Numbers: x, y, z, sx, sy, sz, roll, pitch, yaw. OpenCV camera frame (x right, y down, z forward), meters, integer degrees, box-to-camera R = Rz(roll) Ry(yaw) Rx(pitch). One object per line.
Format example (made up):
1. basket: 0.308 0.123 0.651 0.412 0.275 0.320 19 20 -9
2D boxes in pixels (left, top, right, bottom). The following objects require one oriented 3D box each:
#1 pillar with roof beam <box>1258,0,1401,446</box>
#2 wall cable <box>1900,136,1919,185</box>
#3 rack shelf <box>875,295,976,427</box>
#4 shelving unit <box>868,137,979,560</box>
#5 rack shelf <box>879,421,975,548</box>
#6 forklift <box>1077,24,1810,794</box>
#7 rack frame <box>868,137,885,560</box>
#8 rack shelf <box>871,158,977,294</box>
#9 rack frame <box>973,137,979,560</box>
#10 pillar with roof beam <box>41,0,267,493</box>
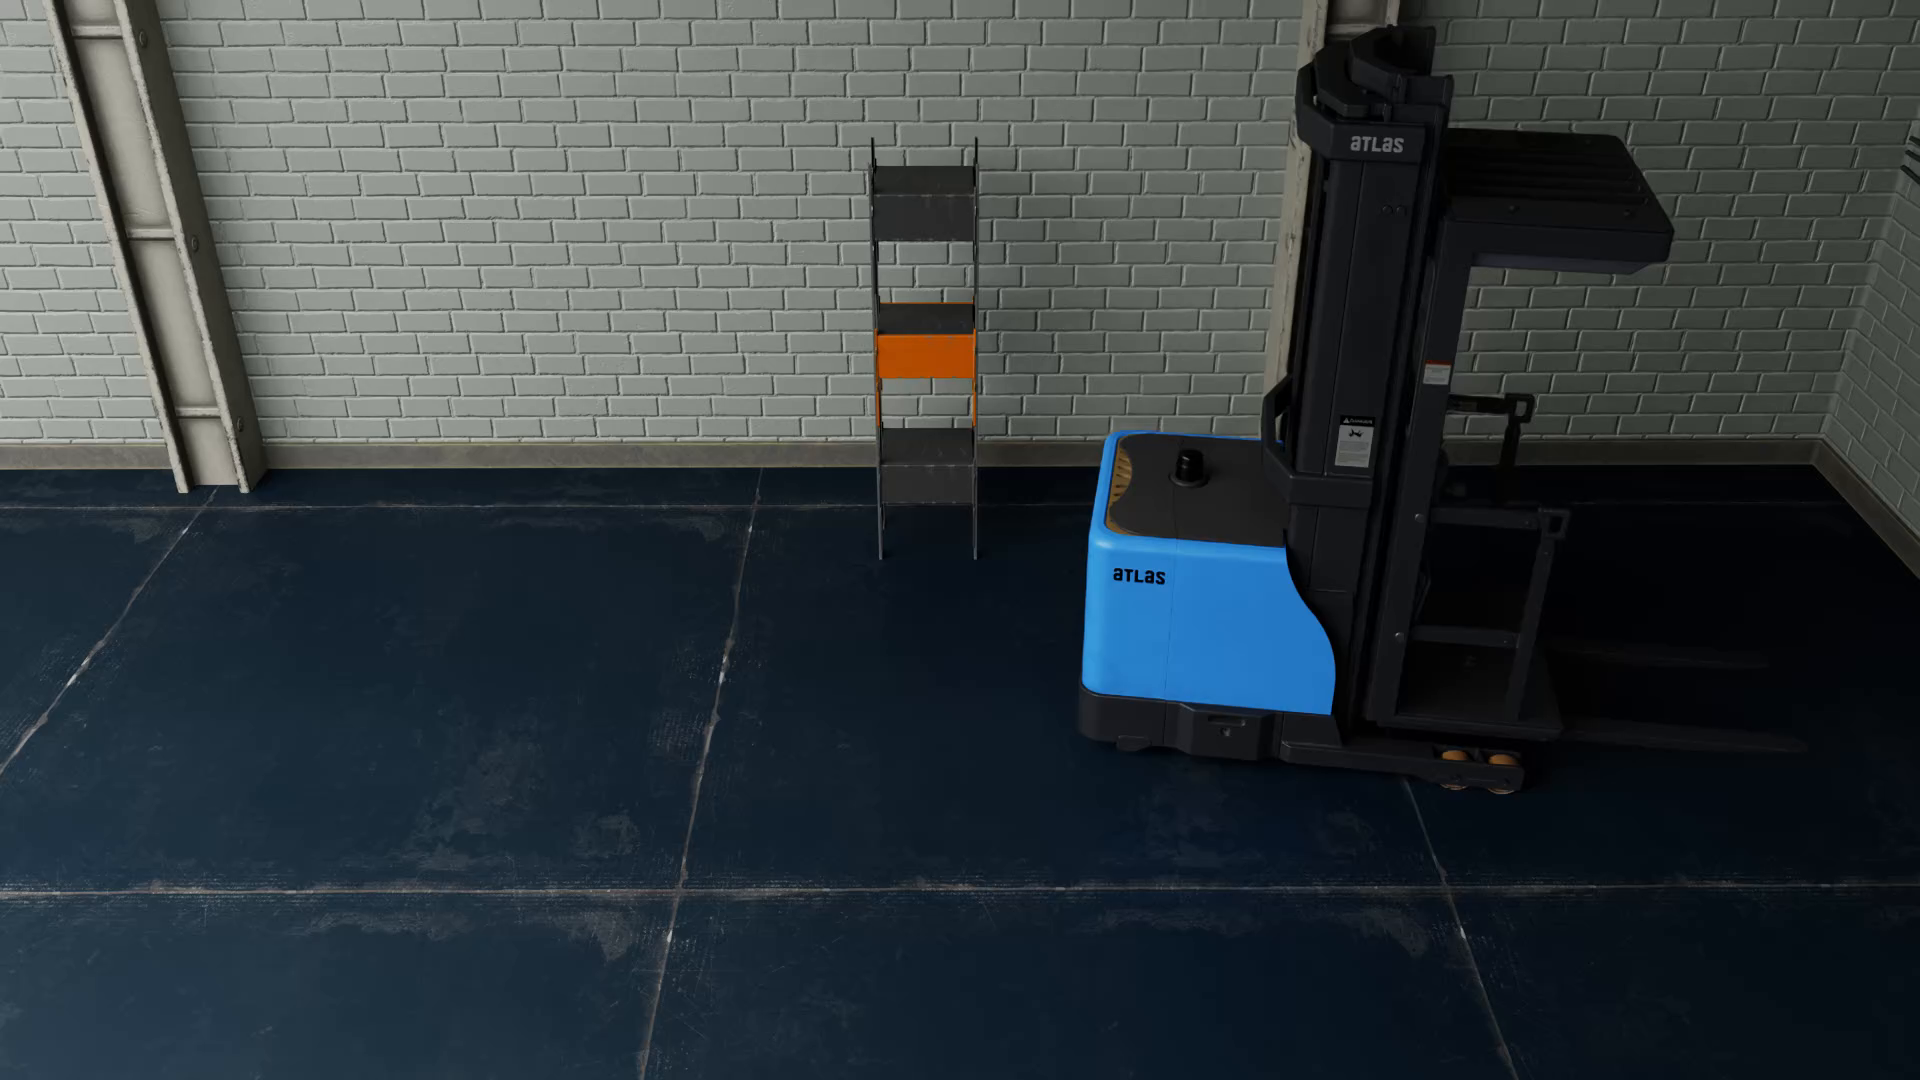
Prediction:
1. pillar with roof beam: 1.907 -1.974 3.329 0.400 9.000 9.100 0 31 0
2. wall cable: 4.835 -2.203 6.700 0.112 2.526 3.097 0 31 0
3. rack shelf: -0.166 -0.885 8.212 0.480 0.518 0.431 0 31 0
4. shelving unit: -0.166 -0.897 8.204 0.503 2.100 0.431 0 31 0
5. rack shelf: -0.166 -0.287 8.575 0.480 0.518 0.431 0 31 0
6. forklift: 2.074 -0.481 6.718 3.031 2.935 1.130 5 32 7
7. rack frame: -0.410 -0.896 8.203 0.015 2.100 0.400 0 31 0
8. rack shelf: -0.166 -1.484 7.848 0.480 0.518 0.431 0 31 0
9. rack frame: 0.078 -0.898 8.206 0.015 2.100 0.400 0 31 0
10. pillar with roof beam: -4.093 -1.956 3.298 0.400 9.000 9.100 0 31 0
